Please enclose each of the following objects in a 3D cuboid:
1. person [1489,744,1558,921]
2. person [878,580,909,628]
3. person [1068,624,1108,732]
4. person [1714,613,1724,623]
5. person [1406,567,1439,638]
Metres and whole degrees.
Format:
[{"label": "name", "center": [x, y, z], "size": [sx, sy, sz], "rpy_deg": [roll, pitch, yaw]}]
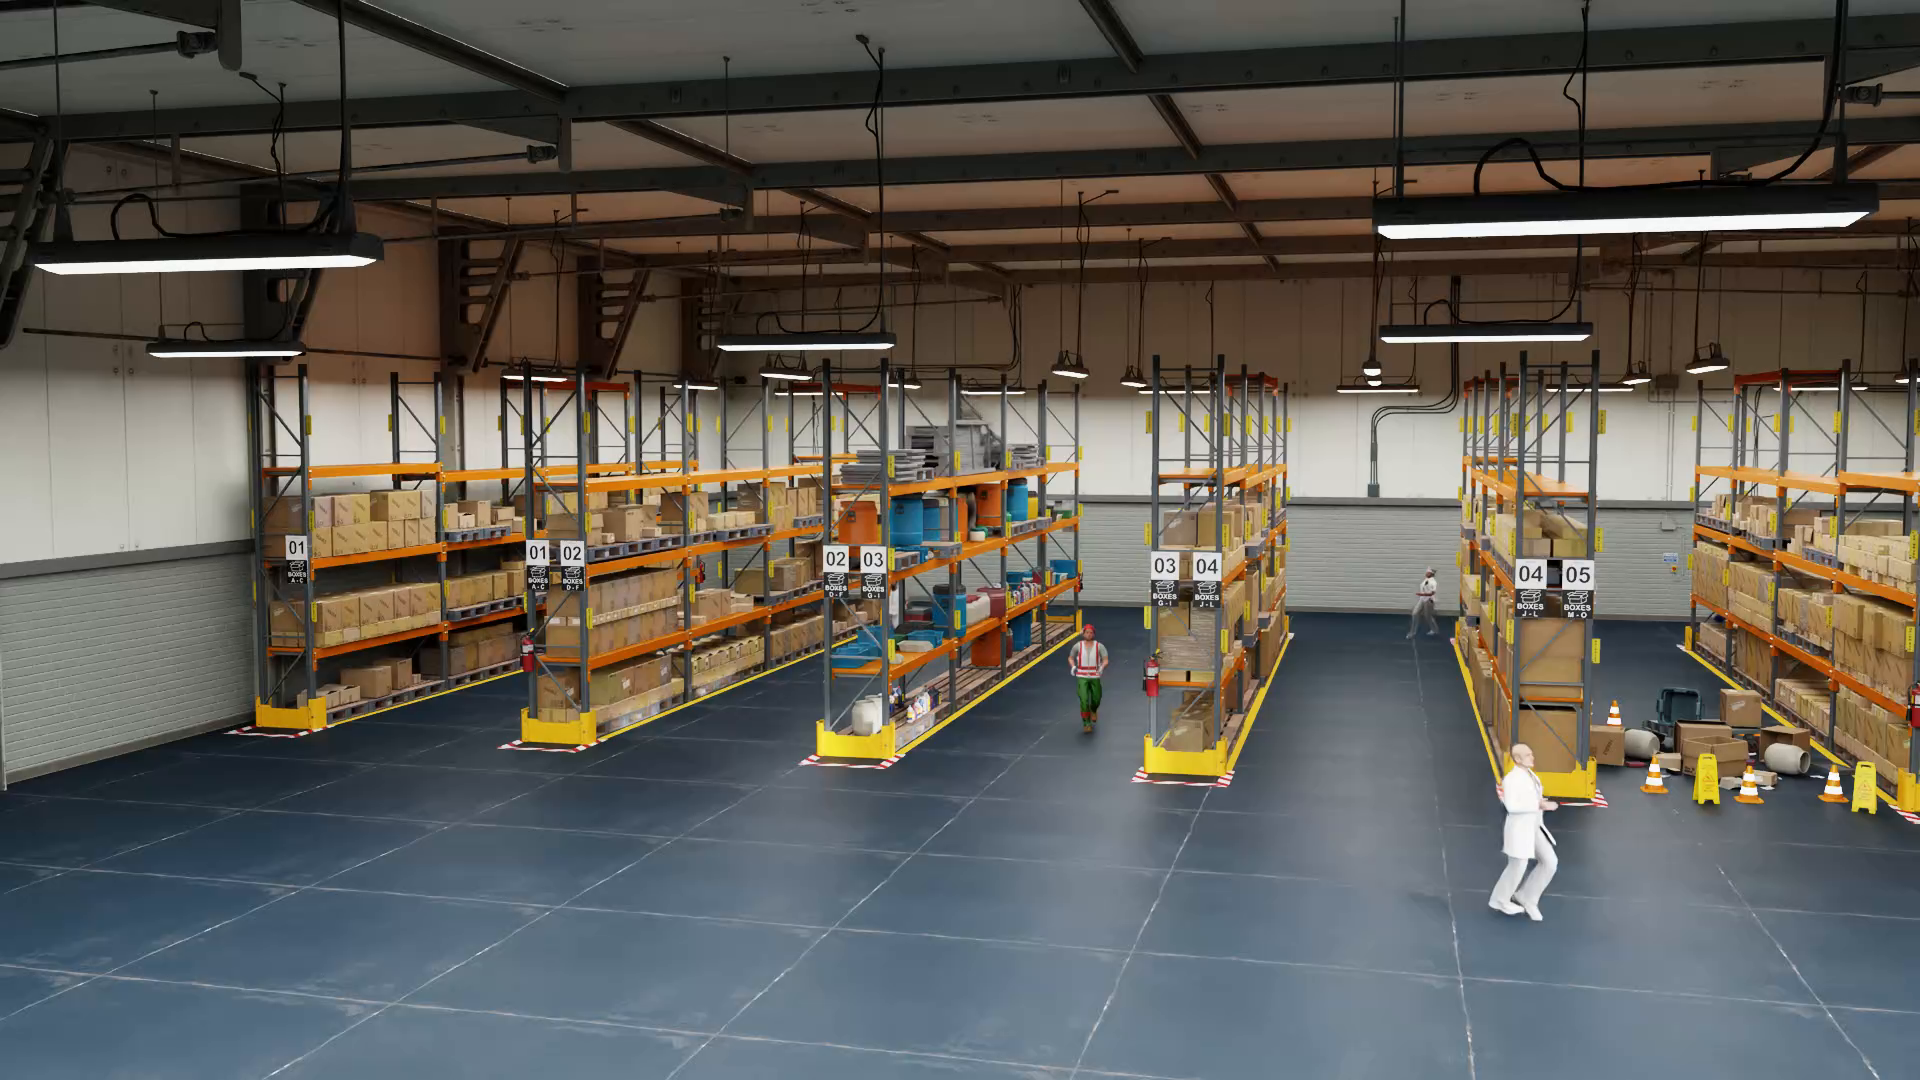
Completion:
[{"label": "person", "center": [5.728, 2.967, 16.806], "size": [0.688, 1.814, 0.755], "rpy_deg": [-4, 5, -42]}, {"label": "person", "center": [-1.465, 1.628, 36.372], "size": [0.681, 1.733, 0.622], "rpy_deg": [0, 4, 5]}, {"label": "person", "center": [2.101, 2.251, 27.259], "size": [0.659, 1.742, 0.709], "rpy_deg": [0, 4, 3]}, {"label": "person", "center": [17.533, 1.514, 37.986], "size": [0.674, 1.557, 0.765], "rpy_deg": [-3, 5, -37]}, {"label": "person", "center": [10.969, 1.462, 39.096], "size": [0.825, 1.696, 0.585], "rpy_deg": [-1, 4, -17]}]
